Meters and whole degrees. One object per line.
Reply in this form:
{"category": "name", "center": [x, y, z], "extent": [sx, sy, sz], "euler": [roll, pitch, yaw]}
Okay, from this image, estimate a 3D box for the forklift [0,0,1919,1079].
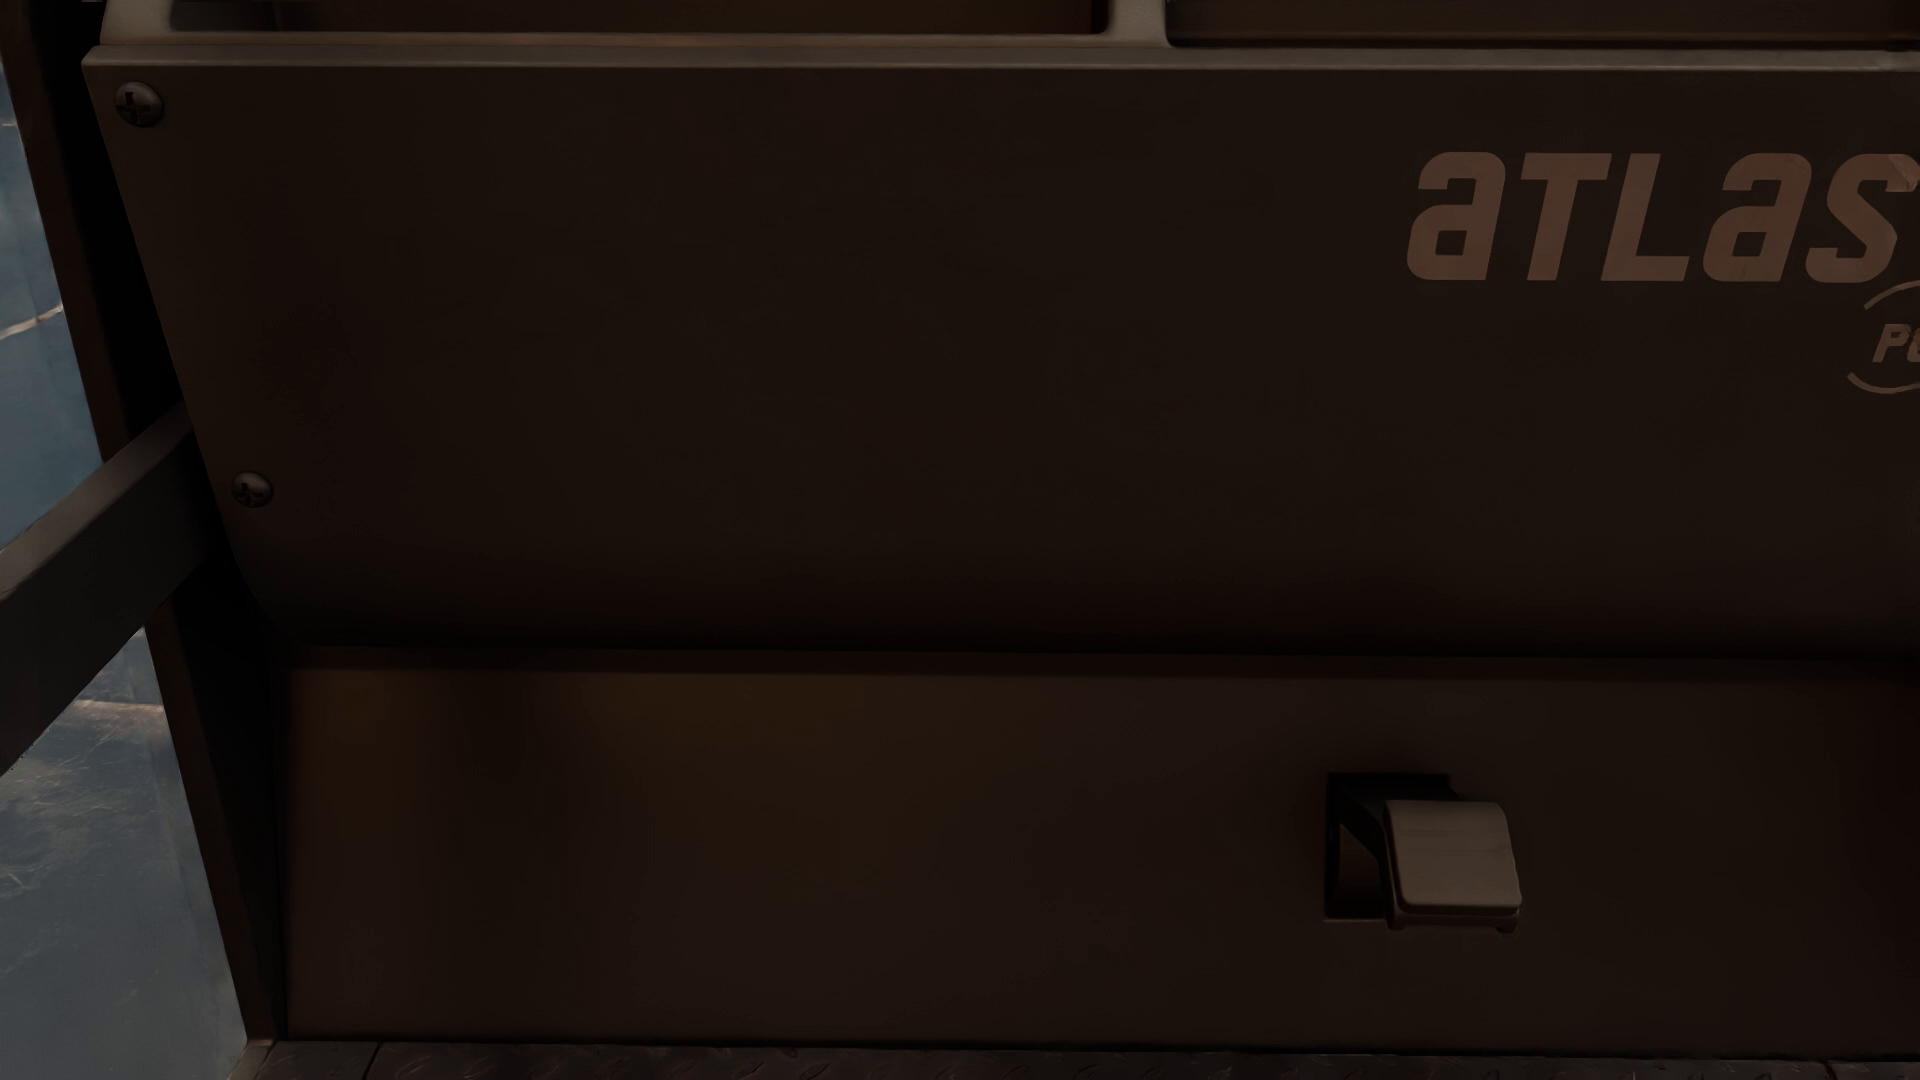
{"category": "forklift", "center": [0.083, -0.578, 0.374], "extent": [1.130, 2.935, 3.031], "euler": [0, 27, 1]}
